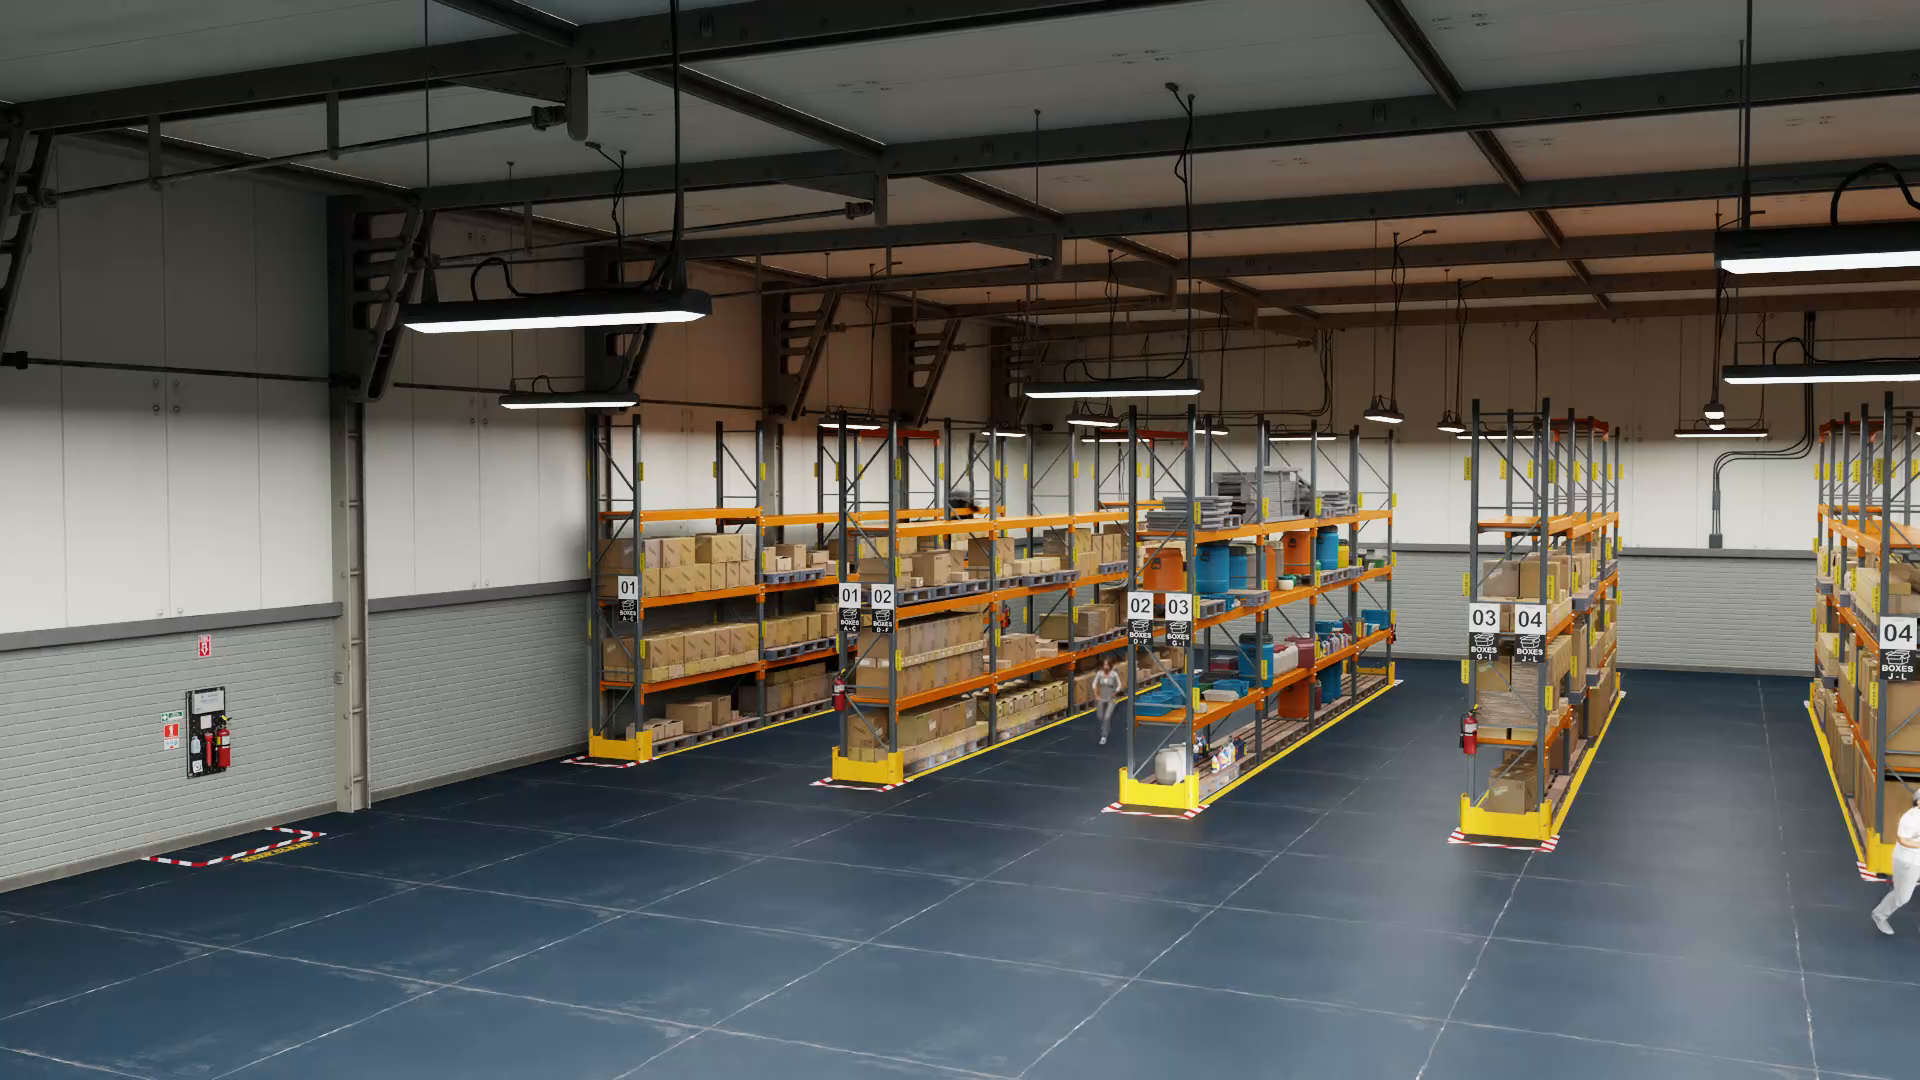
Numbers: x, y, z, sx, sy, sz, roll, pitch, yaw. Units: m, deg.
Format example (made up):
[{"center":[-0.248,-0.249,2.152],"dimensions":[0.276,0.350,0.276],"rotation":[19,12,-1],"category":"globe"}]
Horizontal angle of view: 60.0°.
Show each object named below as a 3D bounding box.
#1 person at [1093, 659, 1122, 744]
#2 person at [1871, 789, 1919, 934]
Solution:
[{"center":[2.708,2.972,30.686],"dimensions":[0.552,1.558,0.533],"rotation":[1,2,12],"category":"person"},{"center":[10.101,3.462,17.619],"dimensions":[0.626,1.703,0.842],"rotation":[-1,3,-23],"category":"person"}]
